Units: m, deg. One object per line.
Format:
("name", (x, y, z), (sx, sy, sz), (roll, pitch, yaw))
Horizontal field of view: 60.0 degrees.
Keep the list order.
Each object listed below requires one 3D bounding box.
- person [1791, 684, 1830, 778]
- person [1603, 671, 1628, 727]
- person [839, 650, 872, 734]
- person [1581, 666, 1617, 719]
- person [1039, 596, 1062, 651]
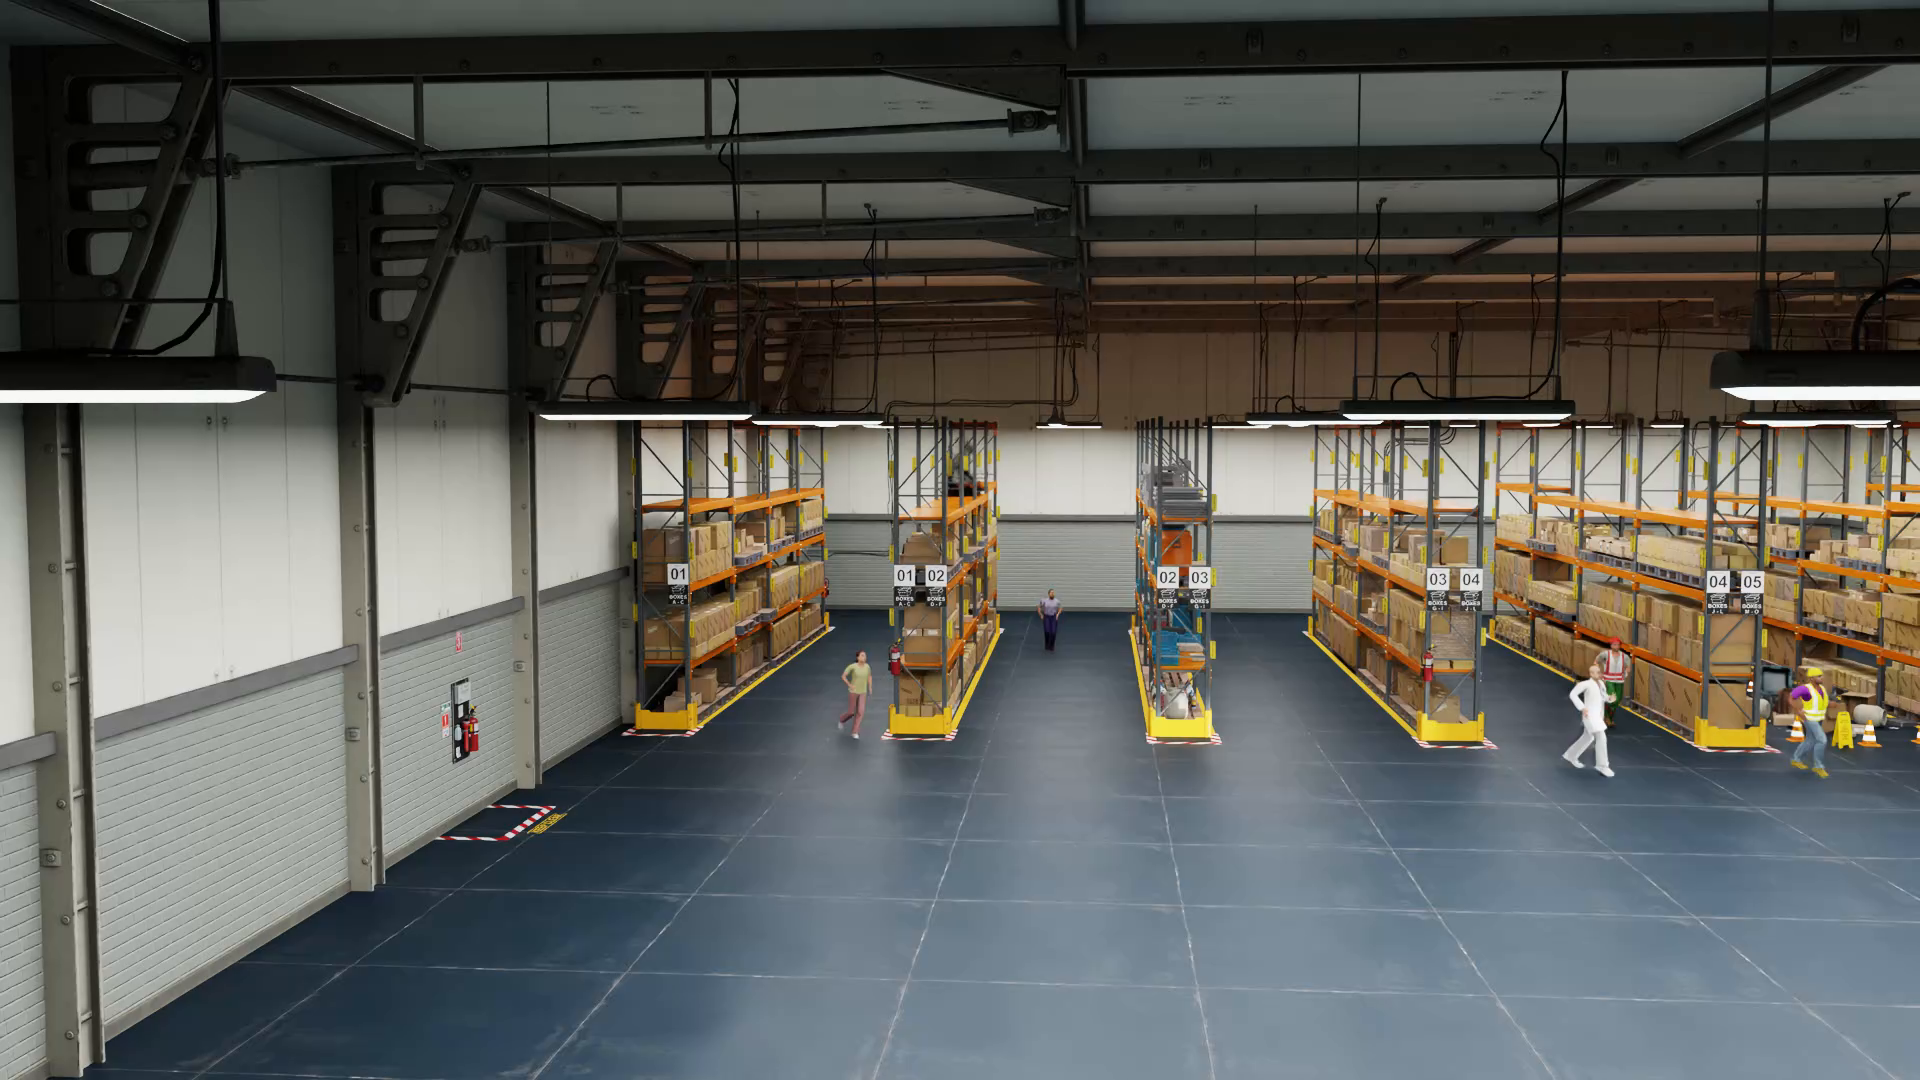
("person", (14.214, 3.164, 27.742), (0.434, 1.546, 0.724), (-3, 4, -34))
("person", (12.530, 3.042, 32.068), (0.505, 1.127, 0.731), (0, 4, 2))
("person", (-1.909, 2.837, 31.263), (0.634, 1.554, 0.656), (-2, 4, -27))
("person", (10.666, 2.553, 27.837), (0.659, 0.907, 0.644), (4, 5, 44))
("person", (2.368, 2.182, 43.339), (0.584, 1.426, 0.592), (0, 4, -7))
